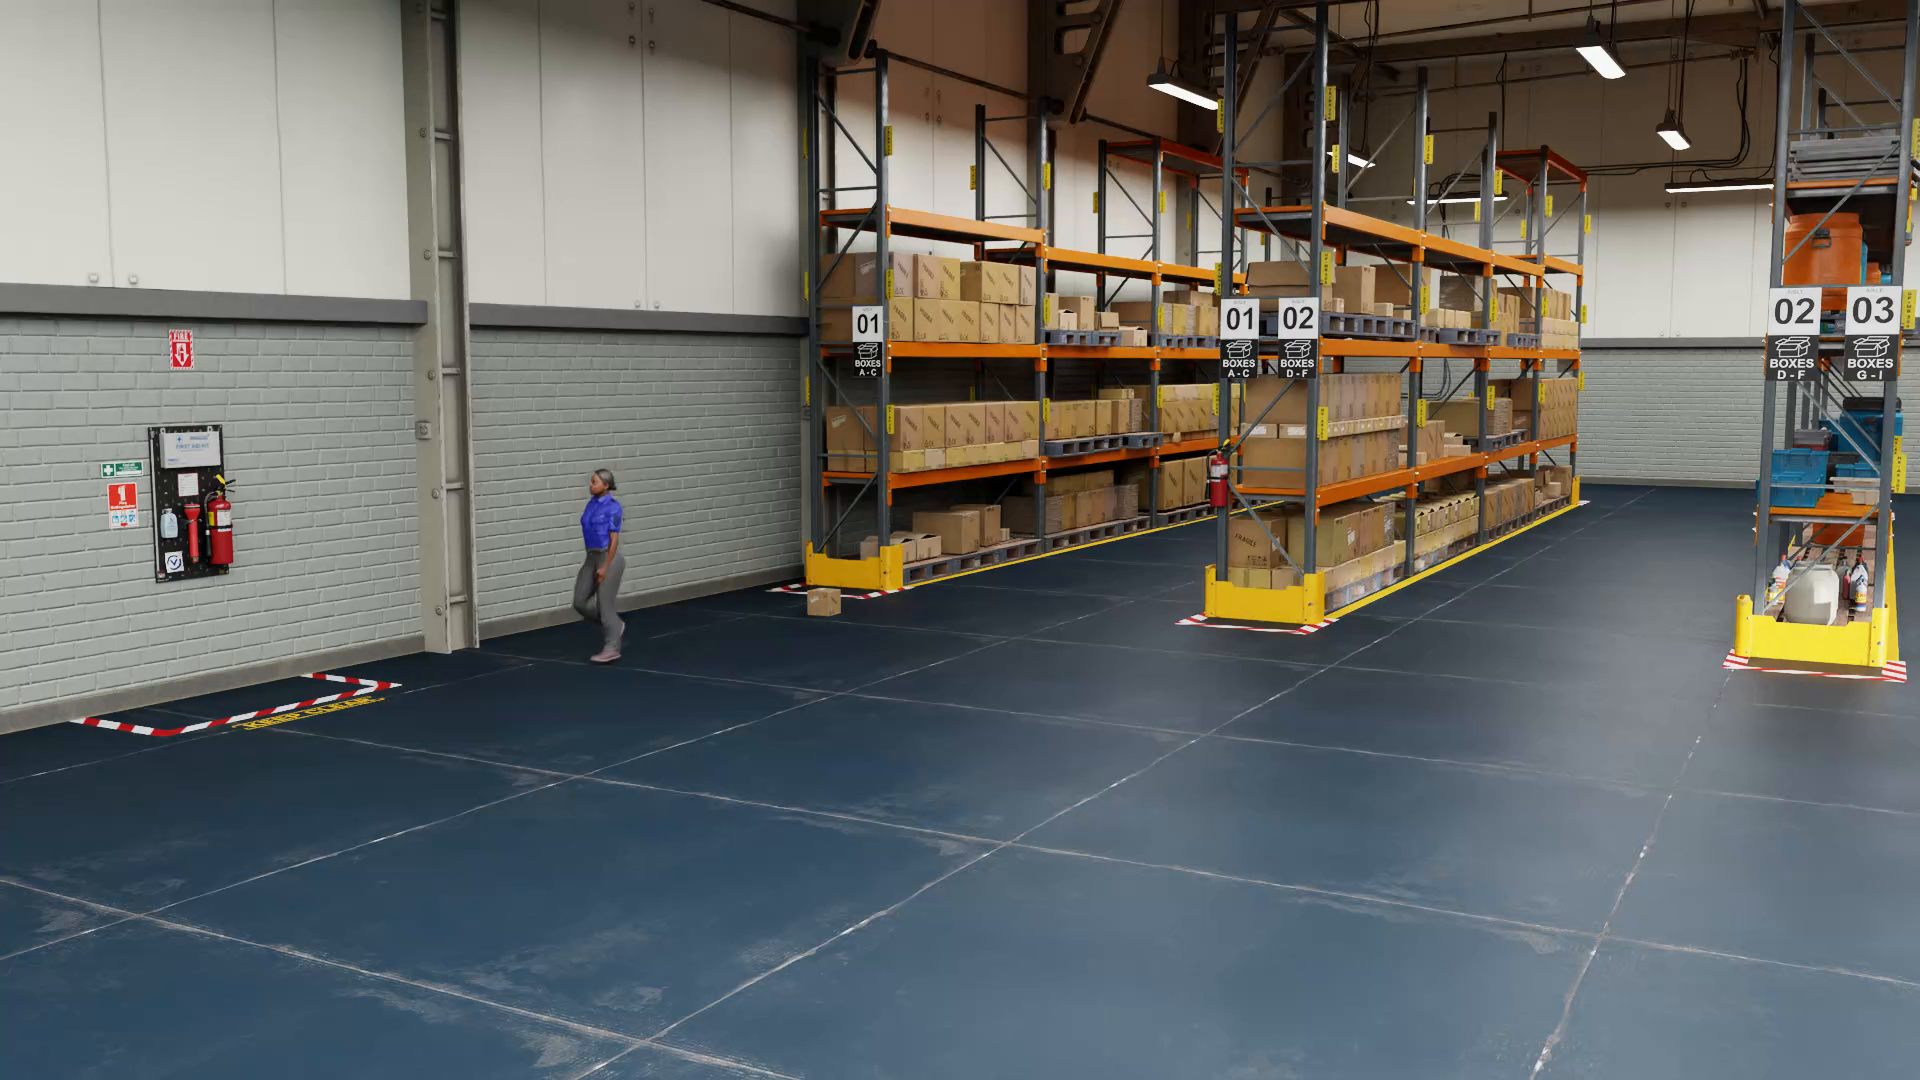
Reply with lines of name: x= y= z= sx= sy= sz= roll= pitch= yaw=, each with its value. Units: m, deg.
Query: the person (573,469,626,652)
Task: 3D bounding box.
person: x=-3.044 y=0.175 z=14.213 sx=0.444 sy=1.577 sz=0.440 roll=5 pitch=8 yaw=41
